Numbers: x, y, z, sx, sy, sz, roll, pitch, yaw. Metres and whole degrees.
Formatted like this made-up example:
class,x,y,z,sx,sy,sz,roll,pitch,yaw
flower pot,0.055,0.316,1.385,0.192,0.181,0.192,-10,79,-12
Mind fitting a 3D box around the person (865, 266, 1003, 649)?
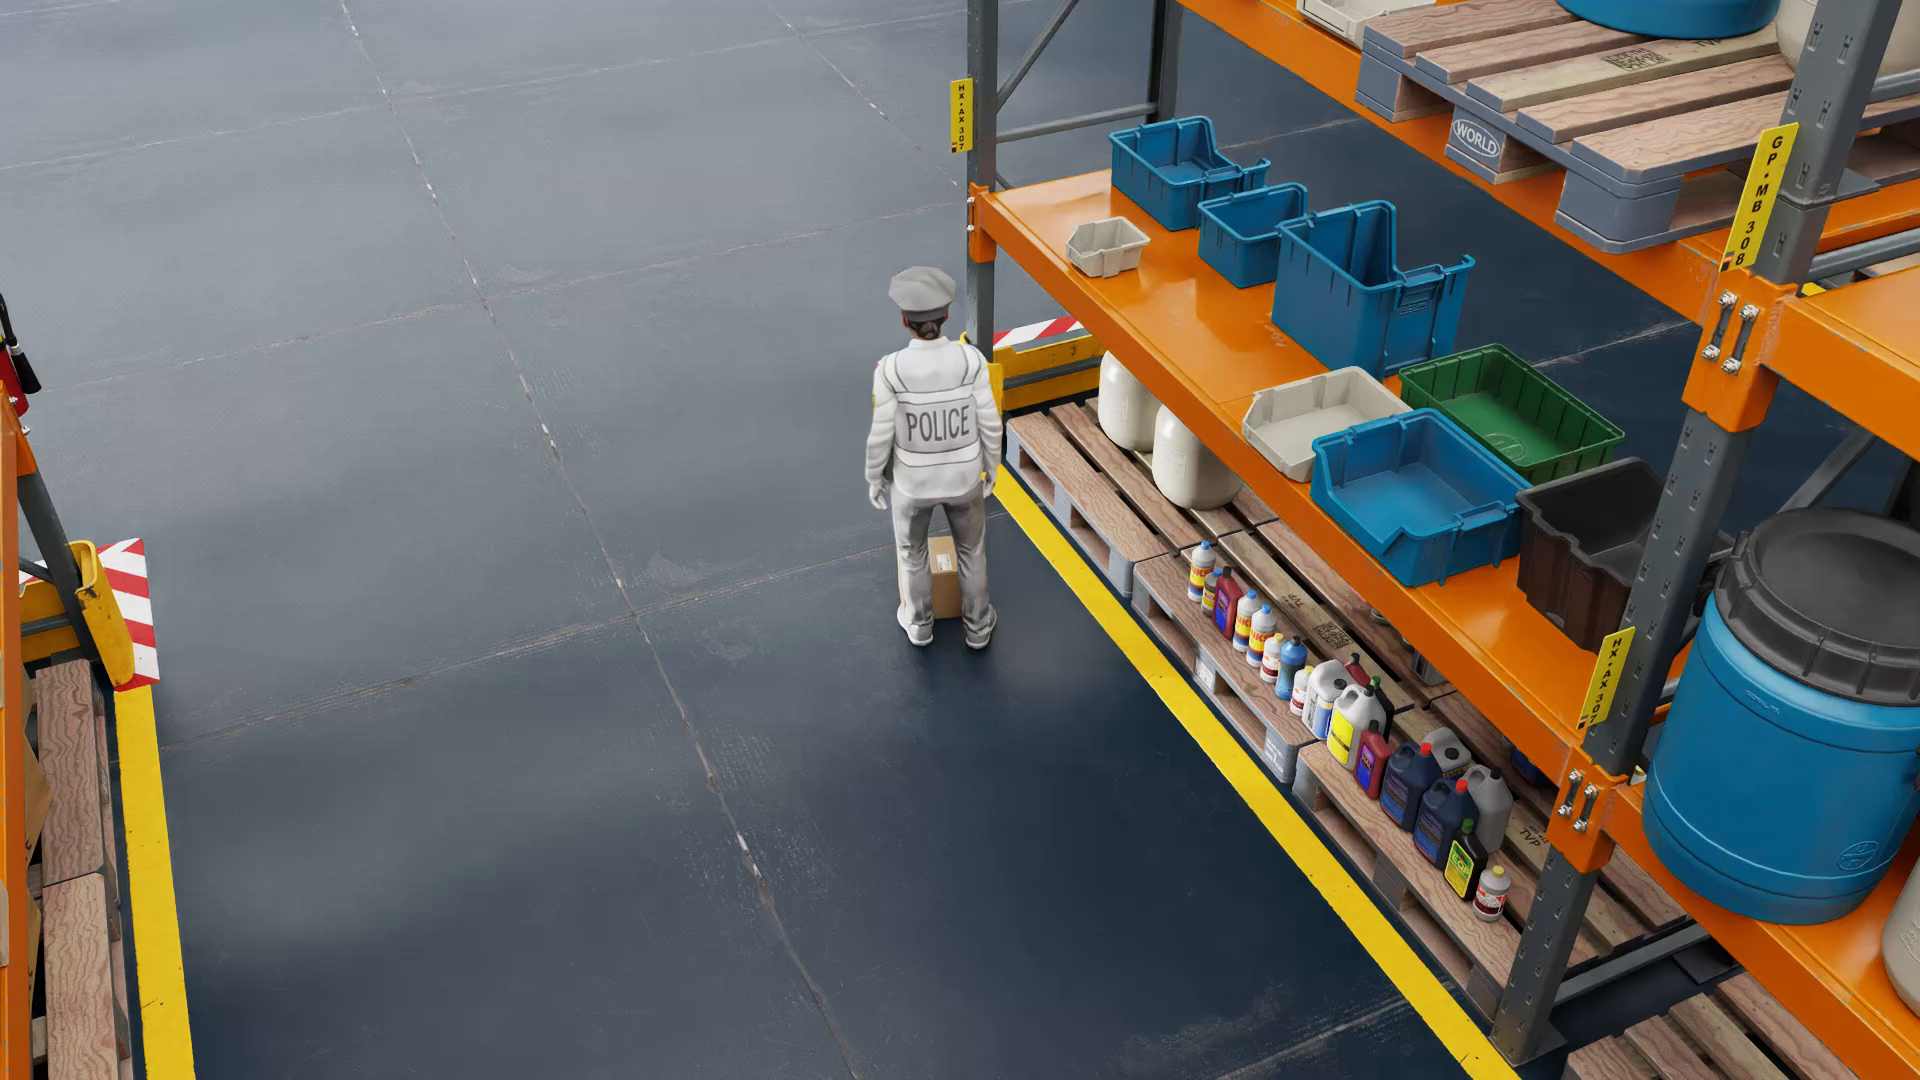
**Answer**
class,x,y,z,sx,sy,sz,roll,pitch,yaw
person,-0.103,-0.261,6.489,0.543,1.662,0.416,-6,38,-8
